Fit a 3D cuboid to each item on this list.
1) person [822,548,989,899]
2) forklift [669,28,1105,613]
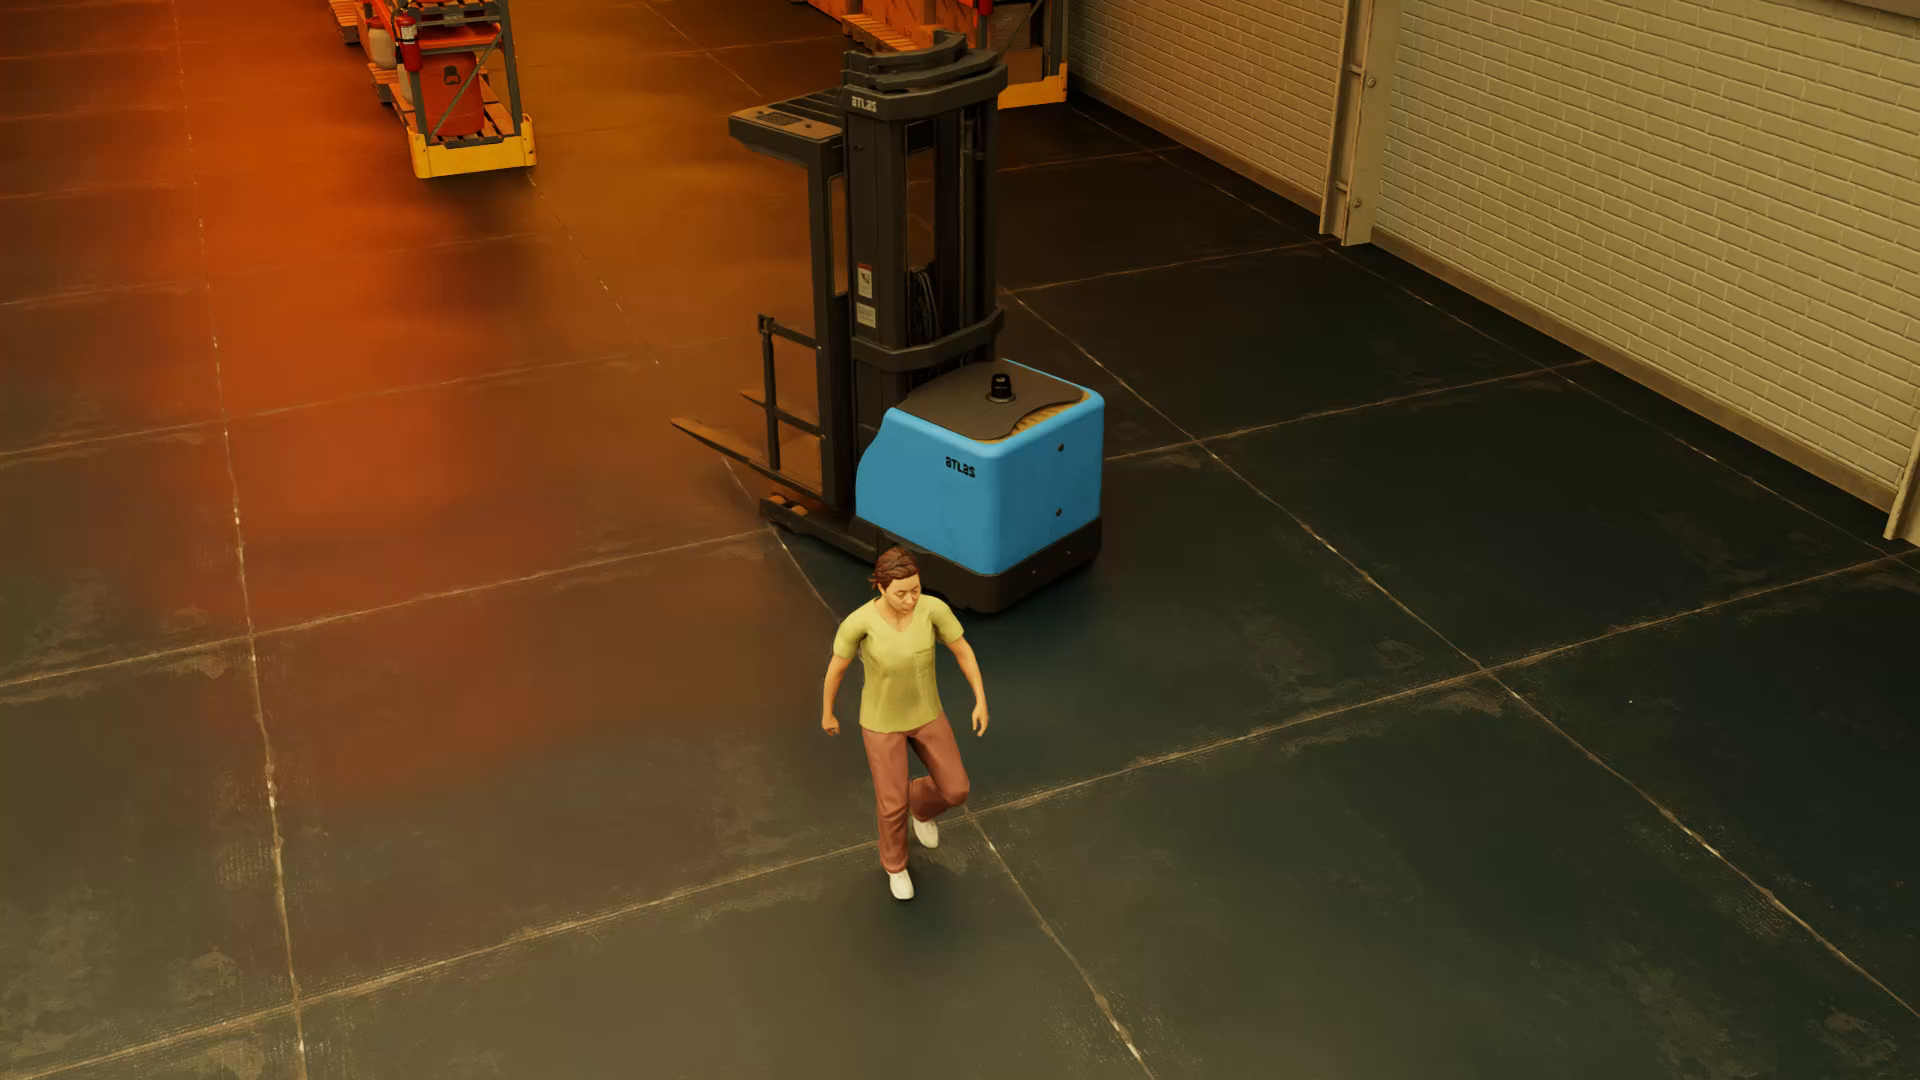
[{"bbox_3d":[-0.243,0.750,7.096,0.657,1.656,0.492,-11,32,-18],"label":"person"},{"bbox_3d":[-0.592,-1.484,9.714,3.031,2.935,1.130,25,38,36],"label":"forklift"}]
